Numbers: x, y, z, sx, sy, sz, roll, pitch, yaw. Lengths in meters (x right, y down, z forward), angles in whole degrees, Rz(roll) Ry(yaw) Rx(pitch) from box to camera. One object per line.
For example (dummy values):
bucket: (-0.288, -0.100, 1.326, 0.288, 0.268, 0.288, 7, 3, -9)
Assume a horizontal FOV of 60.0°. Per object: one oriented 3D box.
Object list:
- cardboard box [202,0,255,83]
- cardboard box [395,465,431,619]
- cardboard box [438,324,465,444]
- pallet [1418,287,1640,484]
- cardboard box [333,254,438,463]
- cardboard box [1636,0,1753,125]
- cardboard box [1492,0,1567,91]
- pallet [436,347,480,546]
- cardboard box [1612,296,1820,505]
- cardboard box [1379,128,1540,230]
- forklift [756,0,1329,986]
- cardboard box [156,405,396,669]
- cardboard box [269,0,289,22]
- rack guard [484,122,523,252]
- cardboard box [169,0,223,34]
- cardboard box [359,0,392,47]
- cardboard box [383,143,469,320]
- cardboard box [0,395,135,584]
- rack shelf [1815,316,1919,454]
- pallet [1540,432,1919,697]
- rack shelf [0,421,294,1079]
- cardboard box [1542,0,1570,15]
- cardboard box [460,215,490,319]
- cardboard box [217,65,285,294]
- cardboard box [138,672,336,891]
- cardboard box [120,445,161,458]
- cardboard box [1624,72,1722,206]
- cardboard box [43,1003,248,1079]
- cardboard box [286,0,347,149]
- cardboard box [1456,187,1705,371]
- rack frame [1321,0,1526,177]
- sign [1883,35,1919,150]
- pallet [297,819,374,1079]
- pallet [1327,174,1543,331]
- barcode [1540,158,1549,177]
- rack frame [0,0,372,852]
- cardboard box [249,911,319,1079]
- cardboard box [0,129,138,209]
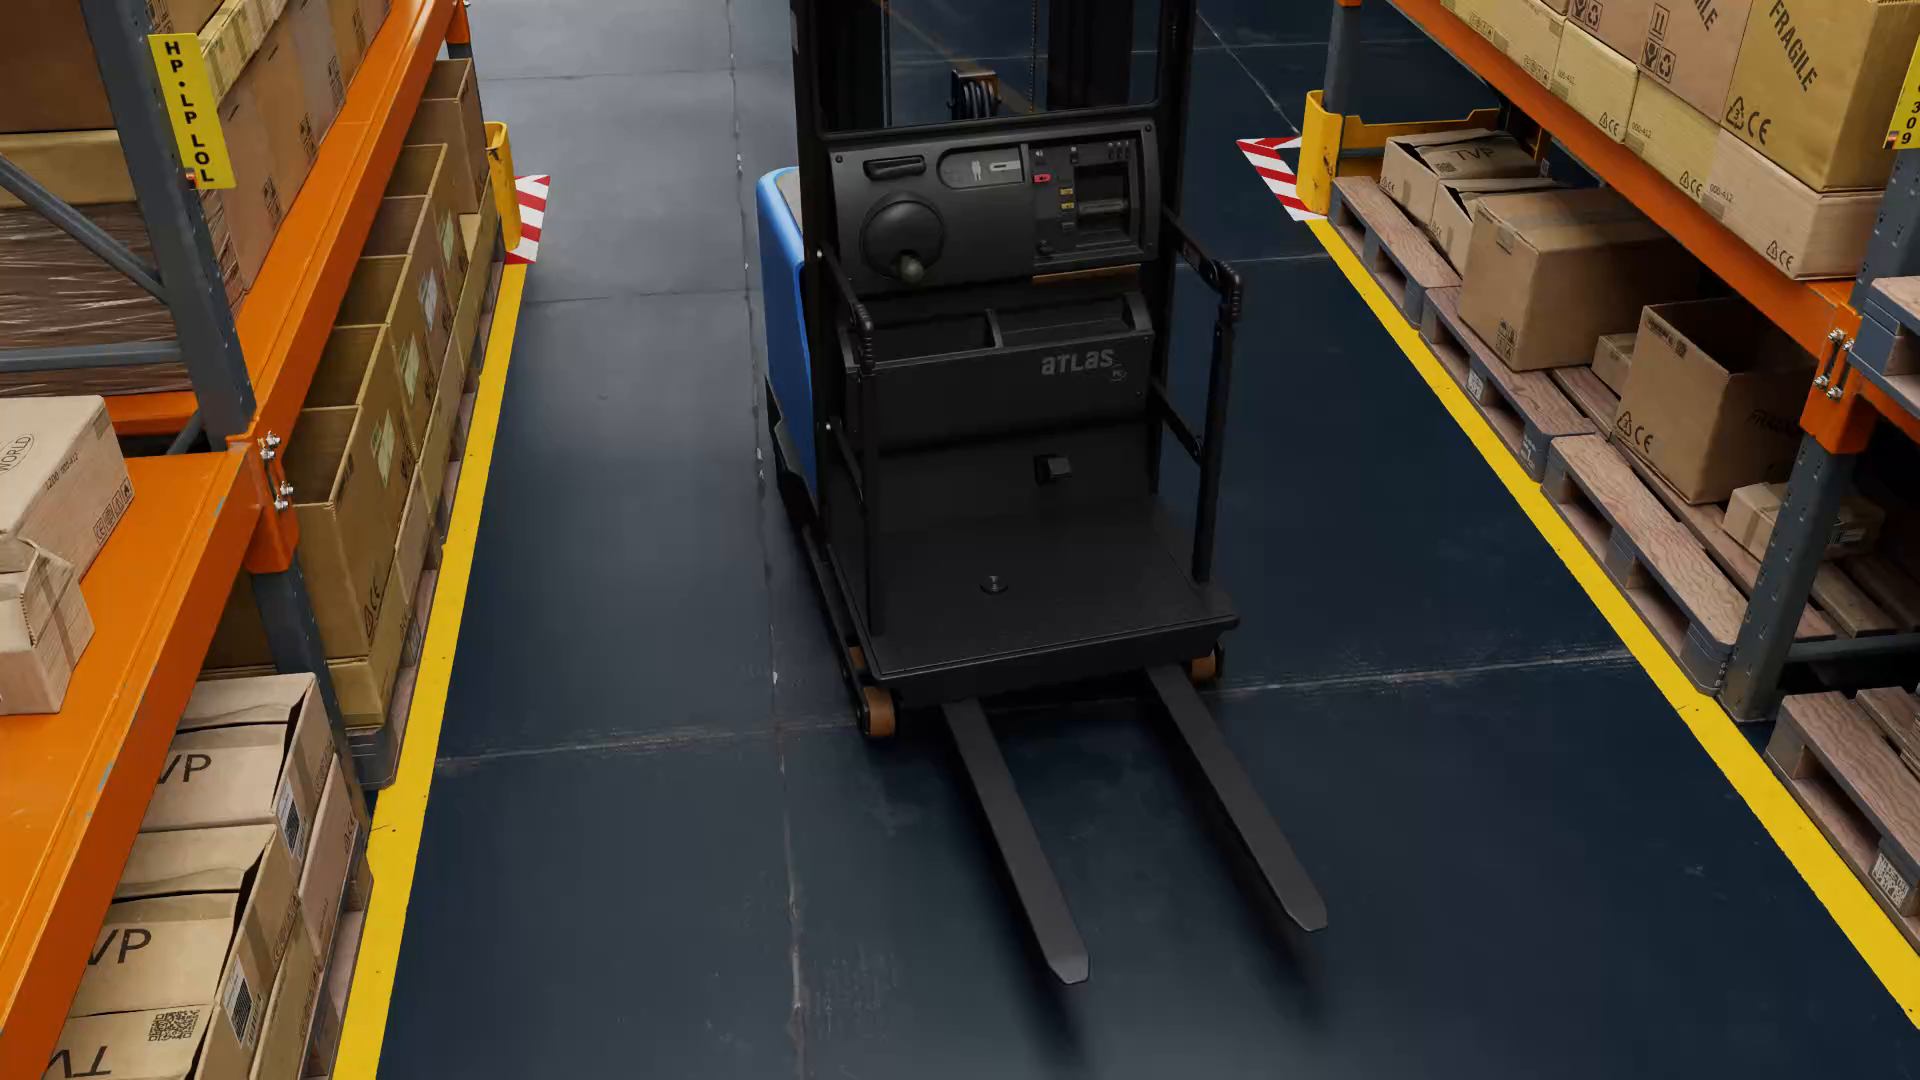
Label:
cardboard box: (-2.065, -1.287, 4.311, 0.380, 0.149, 0.250, -5, 35, -7)
cardboard box: (-1.938, 0.018, 5.128, 0.500, 0.250, 0.500, -4, 35, -6)
cardboard box: (-2.073, -0.540, 5.947, 0.500, 0.250, 0.500, -4, 35, -6)
pallet: (2.501, -0.662, 6.535, 1.003, 0.211, 1.213, -4, 35, -6)
cardboard box: (-2.001, -0.571, 5.327, 0.500, 0.500, 0.500, -4, 35, -6)
cardboard box: (2.351, -1.535, 4.788, 0.500, 0.500, 0.500, -5, 35, -7)
cardboard box: (2.220, -1.787, 5.824, 0.500, 0.250, 0.500, -4, 34, -6)
pallet: (-2.347, -0.360, 6.091, 1.003, 0.211, 1.213, -4, 35, -6)
cardboard box: (2.615, -0.485, 5.628, 0.500, 0.500, 0.500, -7, 35, -10)
cardboard box: (2.260, -1.670, 7.534, 0.500, 0.311, 0.500, -8, 35, -12)
forklift: (0.165, -0.870, 4.425, 1.130, 2.935, 3.031, -9, 35, -13)
cardboard box: (-1.866, -0.013, 4.508, 0.500, 0.500, 0.500, -4, 35, -6)
cardboard box: (-2.136, -1.576, 4.734, 0.380, 0.149, 0.250, -5, 35, -8)
rack guard: (-2.655, -1.596, 7.648, 1.175, 0.500, 0.348, -4, 35, -6)
cardboard box: (-2.249, -1.490, 4.031, 0.700, 0.500, 0.500, -4, 35, -6)
cardboard box: (-2.527, -2.102, 6.083, 0.700, 0.500, 0.500, -4, 34, -5)
cardboard box: (-2.136, -1.129, 6.146, 0.500, 0.500, 0.500, -4, 35, -6)
cardboard box: (-2.005, -0.050, 3.293, 0.500, 0.250, 0.500, -2, 34, -3)
rack shelf: (3.063, 0.653, 2.767, 1.077, 0.370, 4.000, -4, 35, -6)
pallet: (2.669, 0.020, 5.533, 1.003, 0.211, 1.213, -4, 35, -6)
rack shelf: (-1.845, 1.030, 2.214, 1.077, 0.370, 4.000, -4, 35, -6)
cardboard box: (2.224, -2.107, 5.628, 0.500, 0.500, 0.500, -3, 34, -5)
cardboard box: (-2.208, -1.098, 6.766, 0.500, 0.250, 0.500, -4, 35, -6)
cardboard box: (-2.257, -0.965, 4.414, 0.700, 0.500, 0.500, -5, 35, -7)
cardboard box: (-1.775, 0.552, 3.847, 0.500, 0.311, 0.500, -4, 35, -6)
cardboard box: (-2.449, -0.252, 4.860, 0.500, 0.500, 0.500, -4, 35, -6)
cardboard box: (2.371, -1.227, 5.002, 0.500, 0.250, 0.500, -4, 35, -6)
cardboard box: (-1.635, 1.121, 3.013, 0.500, 0.311, 0.500, -4, 35, -7)
cardboard box: (-2.391, -1.531, 5.245, 0.700, 0.500, 0.500, -3, 34, -5)
cardboard box: (2.386, -1.017, 6.408, 0.700, 0.500, 0.500, -6, 35, -9)
rack frame: (2.256, -2.993, 7.478, 1.000, 3.000, 0.127, -4, 35, -6)
sign: (2.257, -1.073, 3.892, 0.100, 0.325, 0.005, -4, 35, -6)
pallet: (-1.976, 1.177, 3.835, 1.003, 0.211, 1.213, -4, 35, -6)
pallet: (2.341, -1.342, 7.531, 1.003, 0.211, 1.213, -4, 35, -6)
barcode: (2.659, -1.694, 7.561, 0.001, 0.075, 0.075, -4, 35, -6)
rack frame: (-2.114, -0.383, 3.649, 1.000, 3.000, 0.127, -4, 35, -6)
cardboard box: (-1.705, 1.071, 3.583, 0.500, 0.250, 0.500, -5, 35, -7)
cardboard box: (-1.958, -0.857, 3.679, 0.380, 0.149, 0.250, -4, 35, -6)
